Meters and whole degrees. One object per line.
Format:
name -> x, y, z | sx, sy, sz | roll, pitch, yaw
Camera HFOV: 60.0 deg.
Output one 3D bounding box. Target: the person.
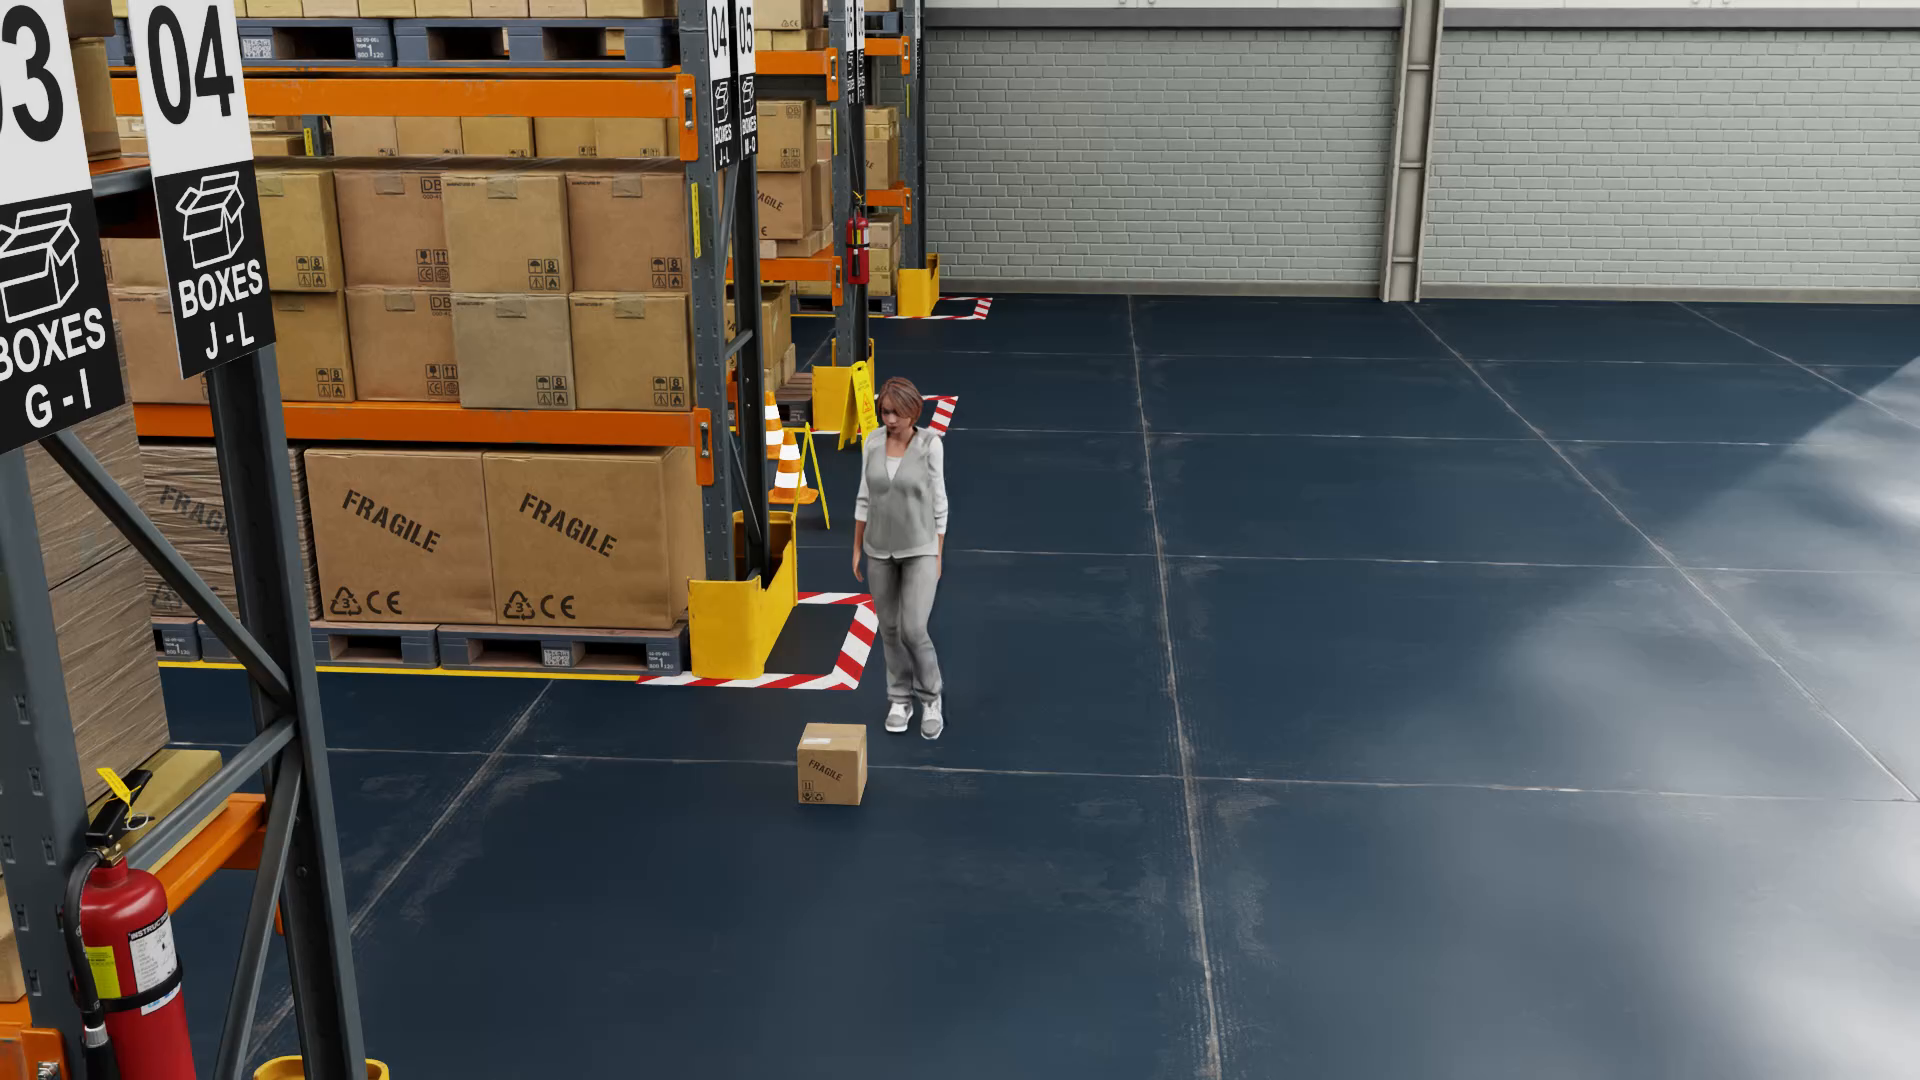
person -> -0.271, 0.084, 7.304 | 0.423, 1.610, 0.372 | 6, 19, 19
